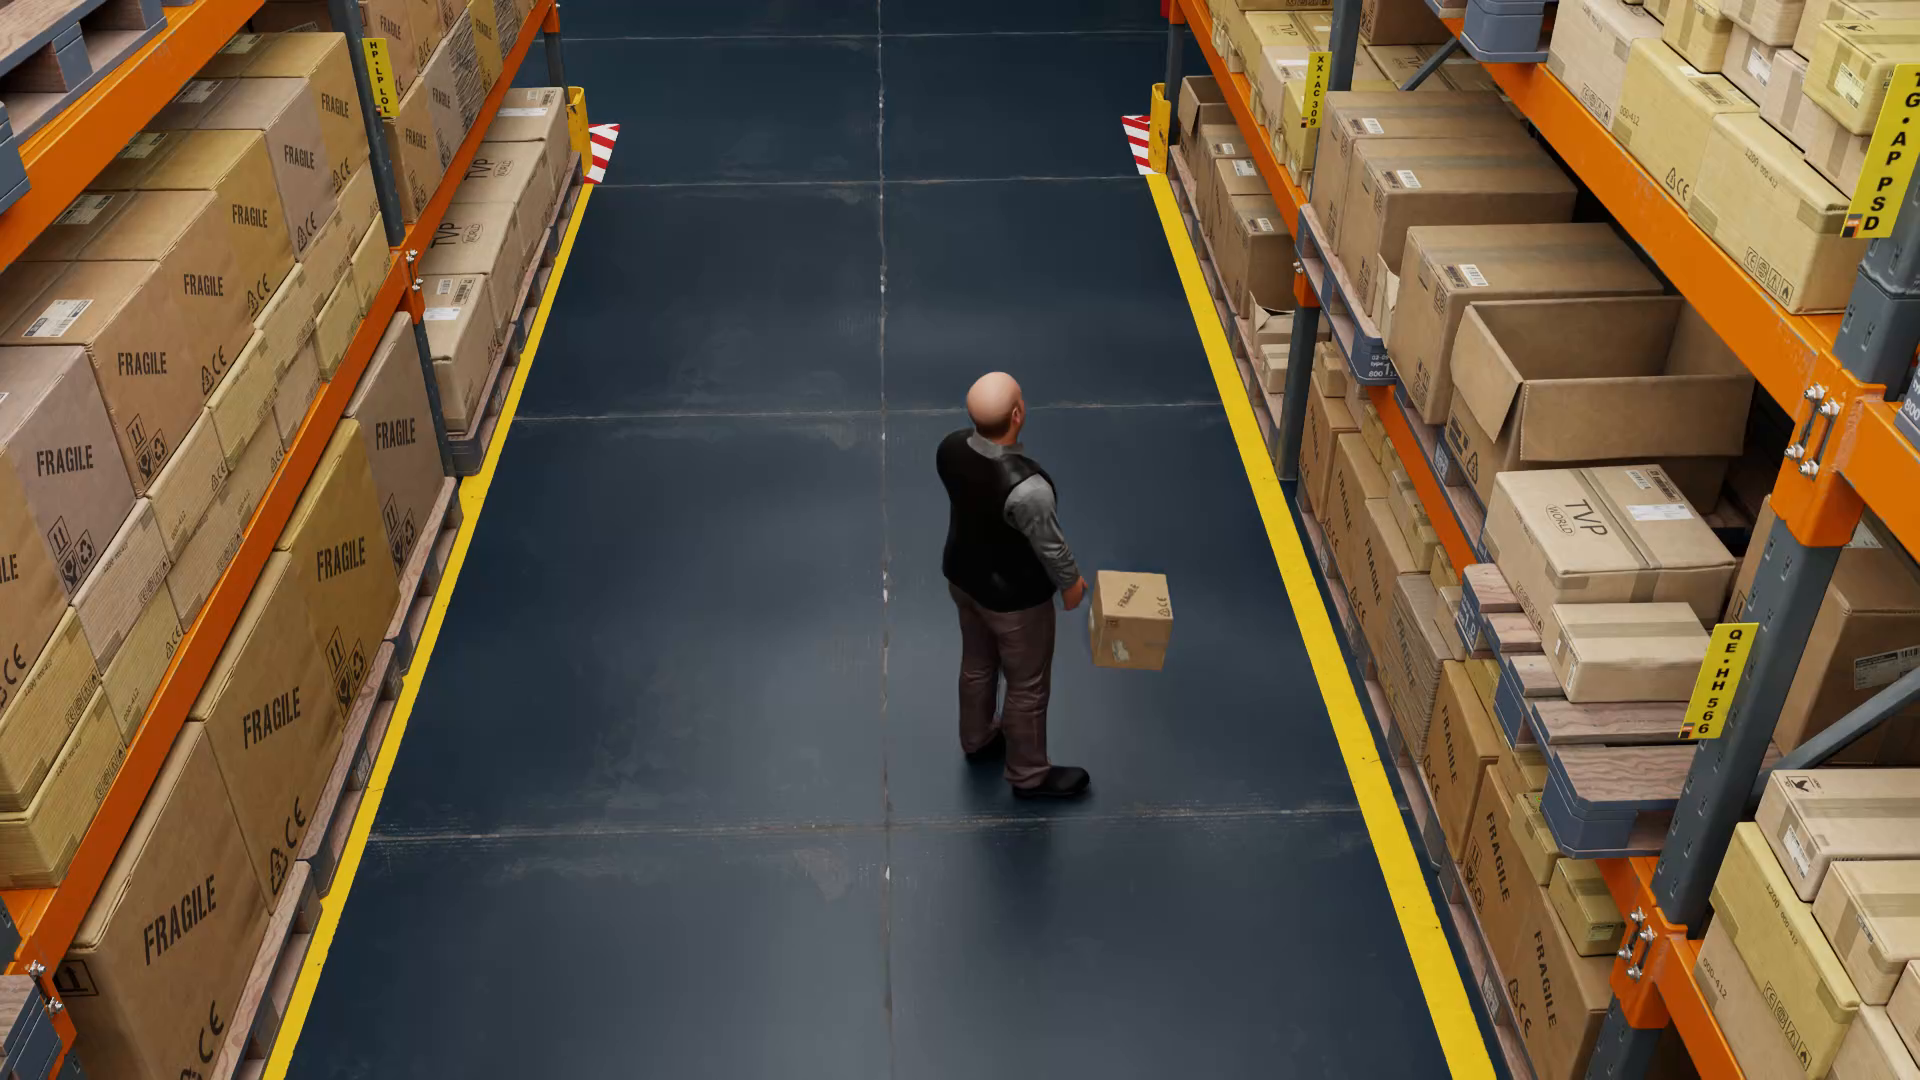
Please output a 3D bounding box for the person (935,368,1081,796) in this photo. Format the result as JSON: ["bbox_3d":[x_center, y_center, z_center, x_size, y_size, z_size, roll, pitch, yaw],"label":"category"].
[{"bbox_3d":[0.165,0.178,5.941,0.601,1.654,0.393,25,42,31],"label":"person"}]
